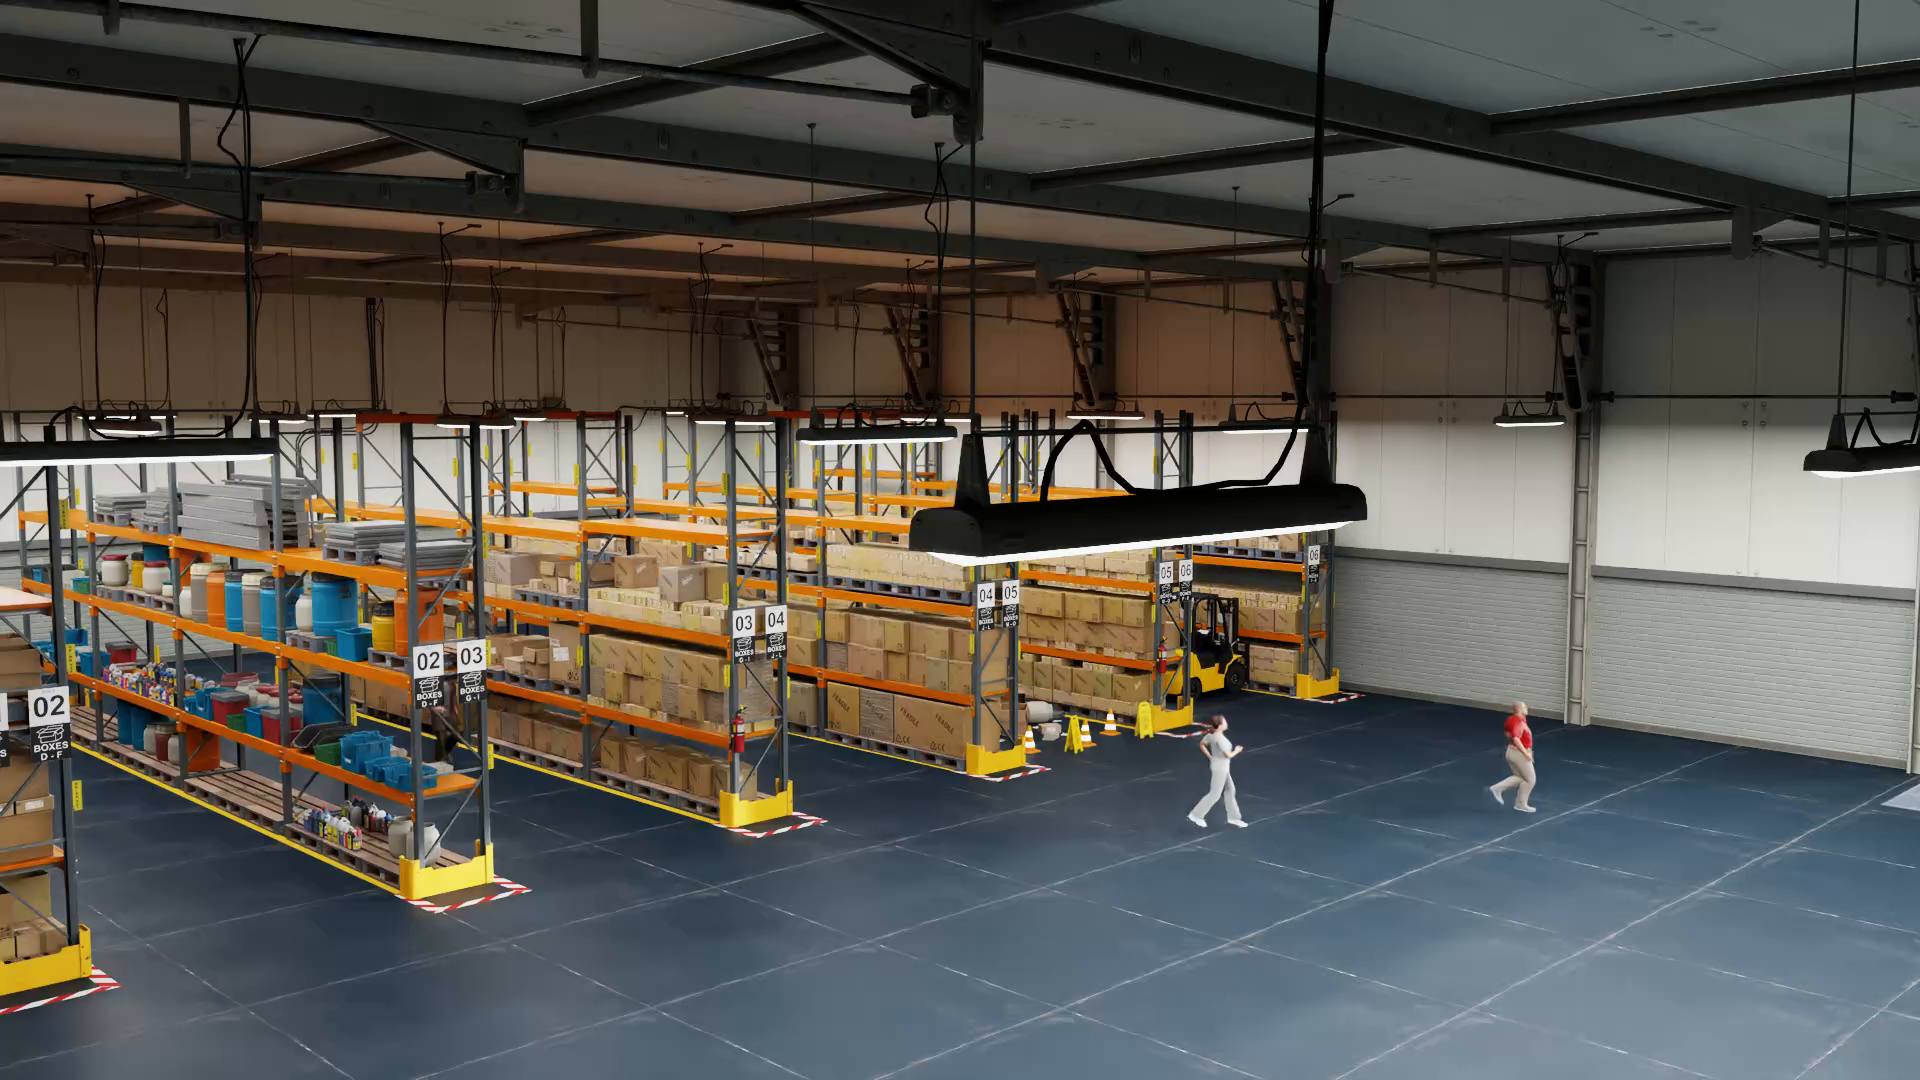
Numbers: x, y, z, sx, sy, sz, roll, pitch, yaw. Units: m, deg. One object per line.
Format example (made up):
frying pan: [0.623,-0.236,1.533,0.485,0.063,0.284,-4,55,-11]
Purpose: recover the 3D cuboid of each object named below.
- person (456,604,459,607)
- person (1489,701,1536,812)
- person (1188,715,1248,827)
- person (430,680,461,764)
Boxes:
person: [-11.436,2.251,37.802,0.621,1.615,0.817,-4,6,-36]
person: [8.464,3.297,25.336,0.654,1.699,0.665,0,5,0]
person: [3.766,3.373,24.210,0.926,1.682,0.553,-1,5,-6]
person: [-8.798,2.995,28.349,0.717,1.746,0.645,-5,7,-45]
